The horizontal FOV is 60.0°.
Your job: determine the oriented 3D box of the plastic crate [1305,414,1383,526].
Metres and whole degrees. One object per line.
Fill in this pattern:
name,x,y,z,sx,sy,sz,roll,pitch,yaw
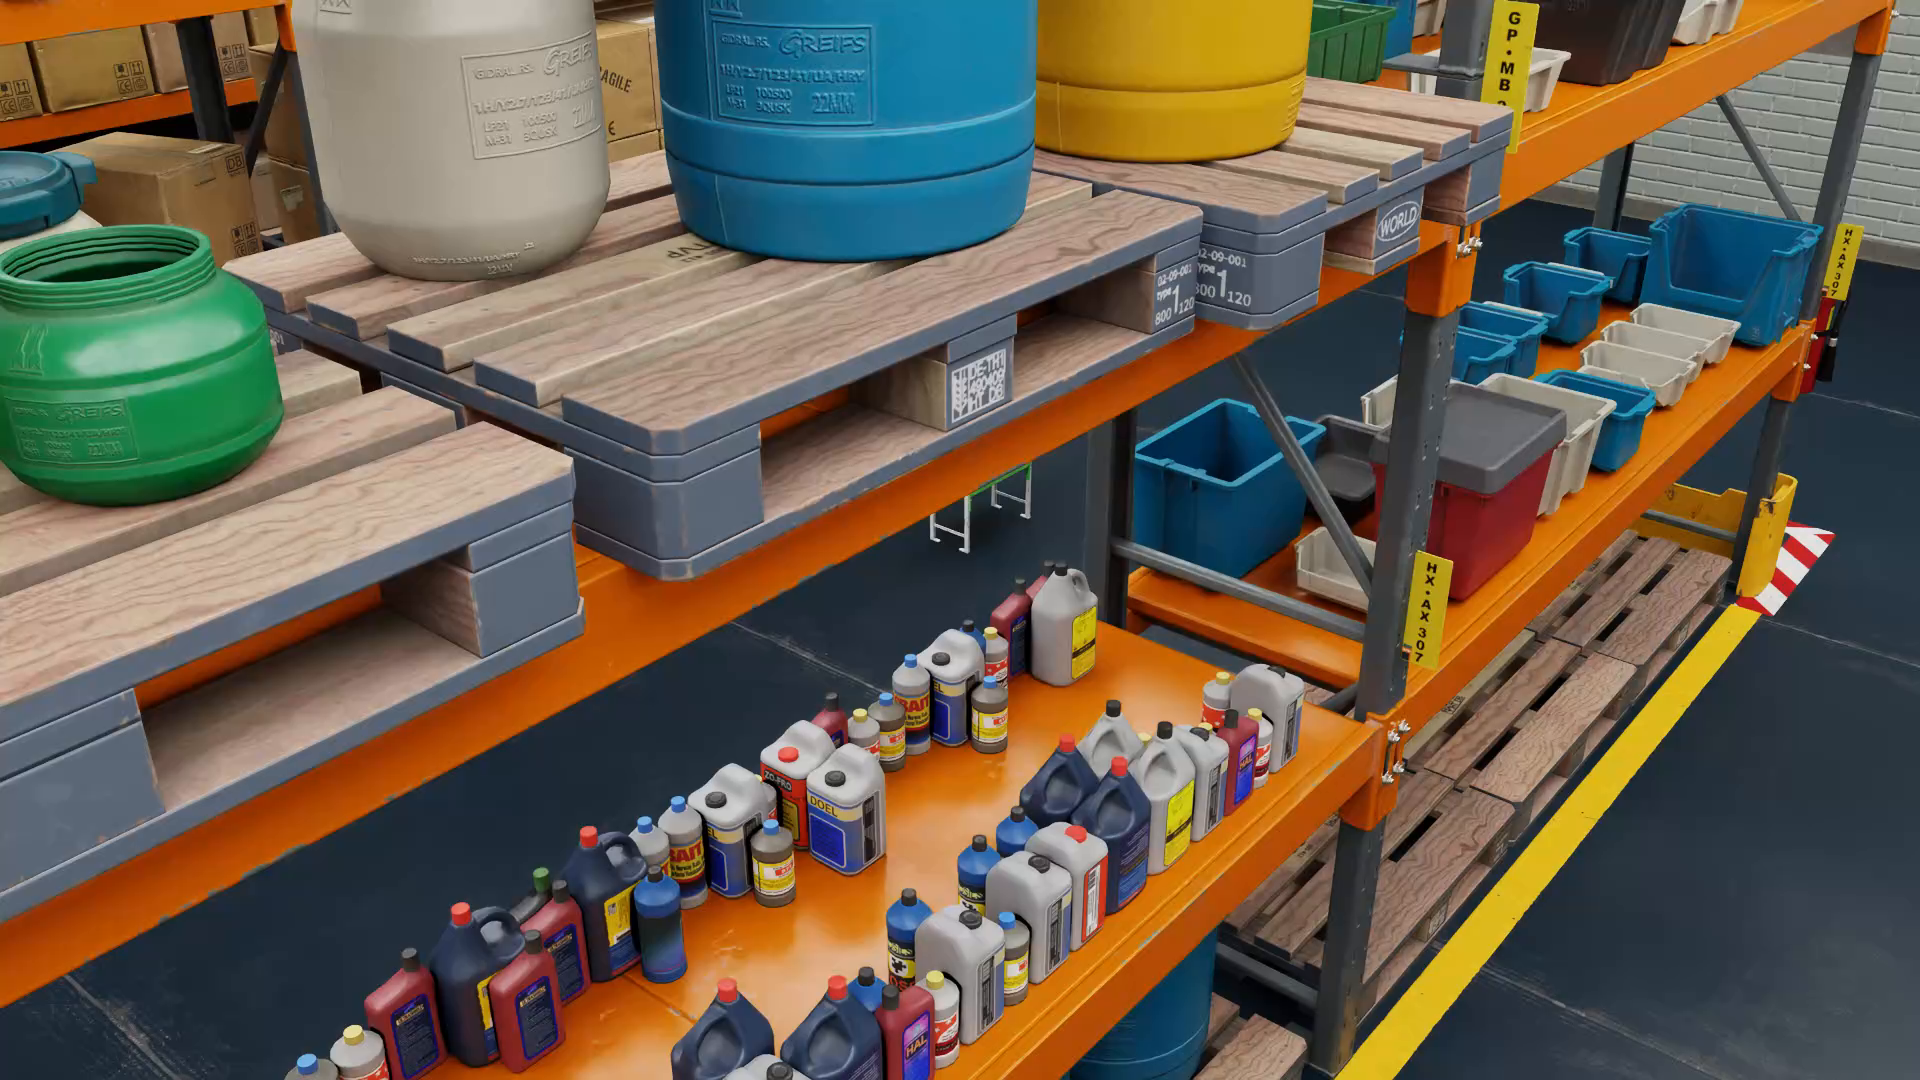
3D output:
plastic crate,1.295,-0.233,5.669,0.437,0.125,0.590,21,34,34

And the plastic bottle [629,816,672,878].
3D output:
plastic bottle,-0.691,0.735,3.704,0.097,0.271,0.097,0,27,0

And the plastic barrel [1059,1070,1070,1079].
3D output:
plastic barrel,-0.019,1.332,4.238,0.600,0.901,0.708,21,34,34

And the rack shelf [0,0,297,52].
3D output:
rack shelf,-4.302,-1.606,5.607,1.077,0.370,4.000,21,34,34

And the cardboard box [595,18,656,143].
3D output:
cardboard box,-1.857,-2.240,8.119,0.500,0.500,0.500,20,33,33

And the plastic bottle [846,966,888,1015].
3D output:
plastic bottle,-0.182,0.955,3.279,0.097,0.271,0.097,0,27,0

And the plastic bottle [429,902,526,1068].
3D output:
plastic bottle,-0.965,0.870,3.358,0.144,0.351,0.185,21,34,34

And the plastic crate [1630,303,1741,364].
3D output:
plastic crate,2.956,-0.839,6.828,0.396,0.136,0.243,21,34,34

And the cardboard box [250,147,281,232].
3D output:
cardboard box,-5.316,-2.609,12.293,0.700,0.500,0.500,19,33,33

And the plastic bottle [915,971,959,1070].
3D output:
plastic bottle,-0.050,0.957,3.352,0.097,0.201,0.097,0,27,0

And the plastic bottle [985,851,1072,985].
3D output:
plastic bottle,0.150,0.792,3.589,0.152,0.276,0.135,21,34,34

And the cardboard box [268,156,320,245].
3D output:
cardboard box,-2.909,-1.598,7.967,0.500,0.500,0.500,21,34,35

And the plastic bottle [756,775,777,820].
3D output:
plastic bottle,-0.482,0.650,3.946,0.097,0.201,0.097,0,27,0

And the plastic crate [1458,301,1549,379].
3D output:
plastic crate,2.086,-0.765,6.582,0.416,0.233,0.300,21,34,34

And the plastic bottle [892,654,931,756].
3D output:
plastic bottle,-0.126,0.420,4.314,0.097,0.271,0.097,0,27,0

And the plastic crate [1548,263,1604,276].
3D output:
plastic crate,2.656,-1.100,7.333,0.250,0.136,0.298,21,34,34

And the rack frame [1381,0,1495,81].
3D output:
rack frame,0.790,-2.517,3.323,1.000,3.000,0.127,21,34,34

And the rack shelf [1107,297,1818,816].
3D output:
rack shelf,2.063,-0.242,6.237,1.077,0.370,4.000,21,34,34

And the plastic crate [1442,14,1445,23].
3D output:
plastic crate,1.687,-1.855,5.436,0.437,0.282,0.530,21,34,34

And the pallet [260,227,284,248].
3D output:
pallet,-5.534,-2.191,12.256,1.003,0.211,1.213,21,34,34

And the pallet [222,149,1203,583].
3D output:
pallet,-0.352,-0.392,2.684,1.003,0.211,1.213,21,34,34

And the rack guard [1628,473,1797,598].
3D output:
rack guard,3.340,-0.173,8.041,1.175,0.500,0.348,21,34,34

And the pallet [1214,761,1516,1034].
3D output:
pallet,1.228,1.114,5.868,1.003,0.211,1.213,21,34,34

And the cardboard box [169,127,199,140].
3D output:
cardboard box,-5.558,-2.906,12.161,0.380,0.149,0.250,21,34,35

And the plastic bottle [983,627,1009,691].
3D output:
plastic bottle,0.084,0.334,4.556,0.097,0.201,0.097,0,27,0

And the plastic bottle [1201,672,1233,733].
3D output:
plastic bottle,0.681,0.440,4.352,0.097,0.201,0.097,0,27,0

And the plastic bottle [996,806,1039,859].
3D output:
plastic bottle,0.128,0.717,3.740,0.097,0.271,0.097,0,27,0

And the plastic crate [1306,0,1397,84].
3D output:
plastic crate,0.827,-1.330,4.522,0.450,0.188,0.662,21,34,34

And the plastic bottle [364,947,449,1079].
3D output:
plastic bottle,-1.099,0.944,3.288,0.061,0.283,0.133,21,34,34

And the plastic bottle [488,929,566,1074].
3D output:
plastic bottle,-0.870,0.920,3.333,0.061,0.283,0.133,21,34,34

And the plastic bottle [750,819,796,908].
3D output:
plastic bottle,-0.426,0.729,3.793,0.097,0.201,0.097,0,27,0

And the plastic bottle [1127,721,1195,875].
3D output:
plastic bottle,0.458,0.591,3.898,0.144,0.351,0.185,21,34,34

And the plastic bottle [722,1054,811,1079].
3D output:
plastic bottle,-0.347,1.070,3.053,0.152,0.276,0.135,21,34,34

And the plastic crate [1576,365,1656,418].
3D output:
plastic crate,2.428,-0.524,6.220,0.298,0.136,0.250,21,34,34

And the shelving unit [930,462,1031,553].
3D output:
shelving unit,0.105,-0.592,8.088,0.258,1.200,0.503,21,34,34

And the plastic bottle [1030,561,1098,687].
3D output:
plastic bottle,0.291,0.213,4.626,0.144,0.351,0.185,21,34,34

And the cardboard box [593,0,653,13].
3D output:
cardboard box,-1.942,-2.584,8.784,0.500,0.500,0.500,20,34,34

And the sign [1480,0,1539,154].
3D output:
sign,1.214,-1.028,3.698,0.100,0.325,0.005,21,34,34

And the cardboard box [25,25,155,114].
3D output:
cardboard box,-6.028,-3.326,11.089,0.980,0.700,0.700,20,33,33

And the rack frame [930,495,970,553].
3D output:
rack frame,-0.050,-0.505,7.921,0.240,1.200,0.015,21,34,34

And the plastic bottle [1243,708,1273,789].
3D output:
plastic bottle,0.737,0.519,4.199,0.097,0.201,0.097,0,27,0

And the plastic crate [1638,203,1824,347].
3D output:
plastic crate,3.266,-1.140,7.086,0.616,0.435,0.499,21,34,34

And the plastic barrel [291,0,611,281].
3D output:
plastic barrel,-0.742,-0.686,2.443,0.433,0.535,0.433,0,27,0

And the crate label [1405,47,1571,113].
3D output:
crate label,1.325,-1.157,4.244,0.293,0.136,0.466,21,34,34
